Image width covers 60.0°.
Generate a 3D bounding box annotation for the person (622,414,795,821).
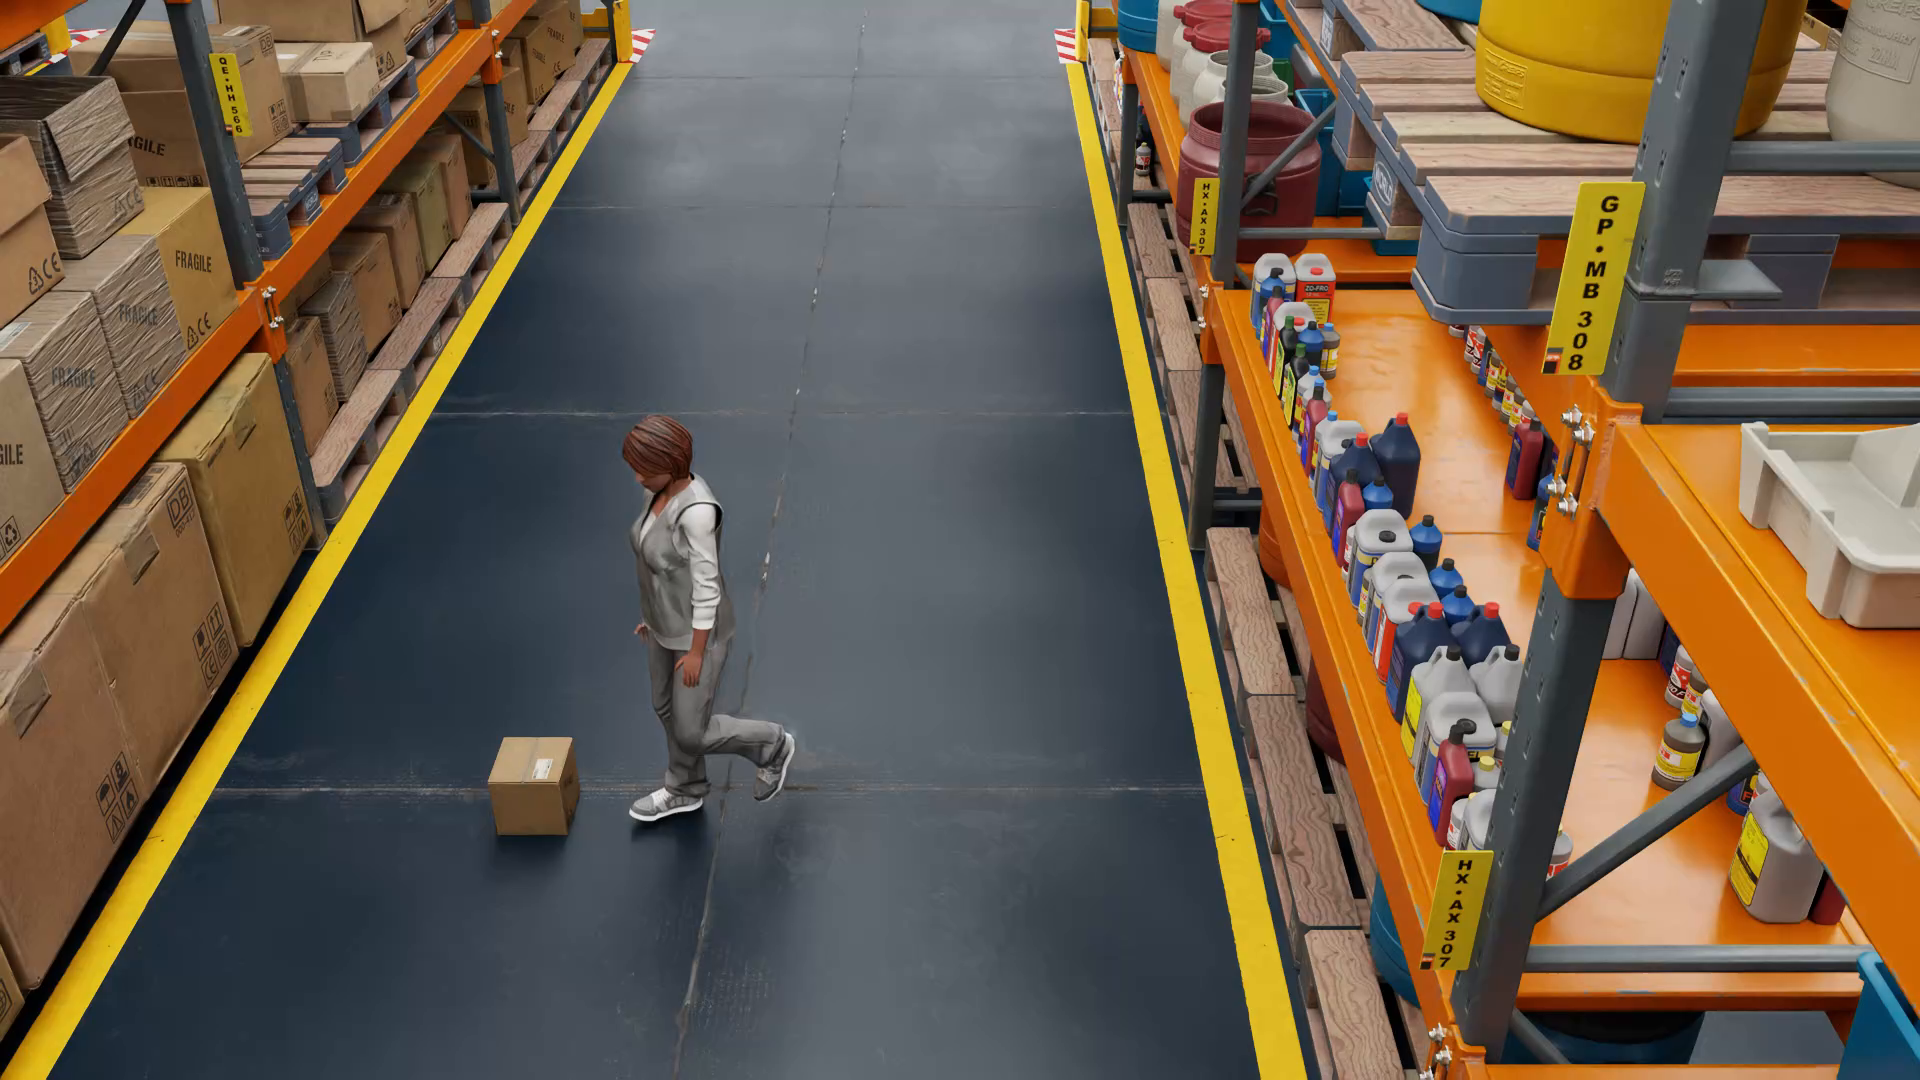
[{"bbox_3d":[-0.896,0.303,5.640,0.580,1.568,0.447,-18,36,-26],"label":"person"}]
